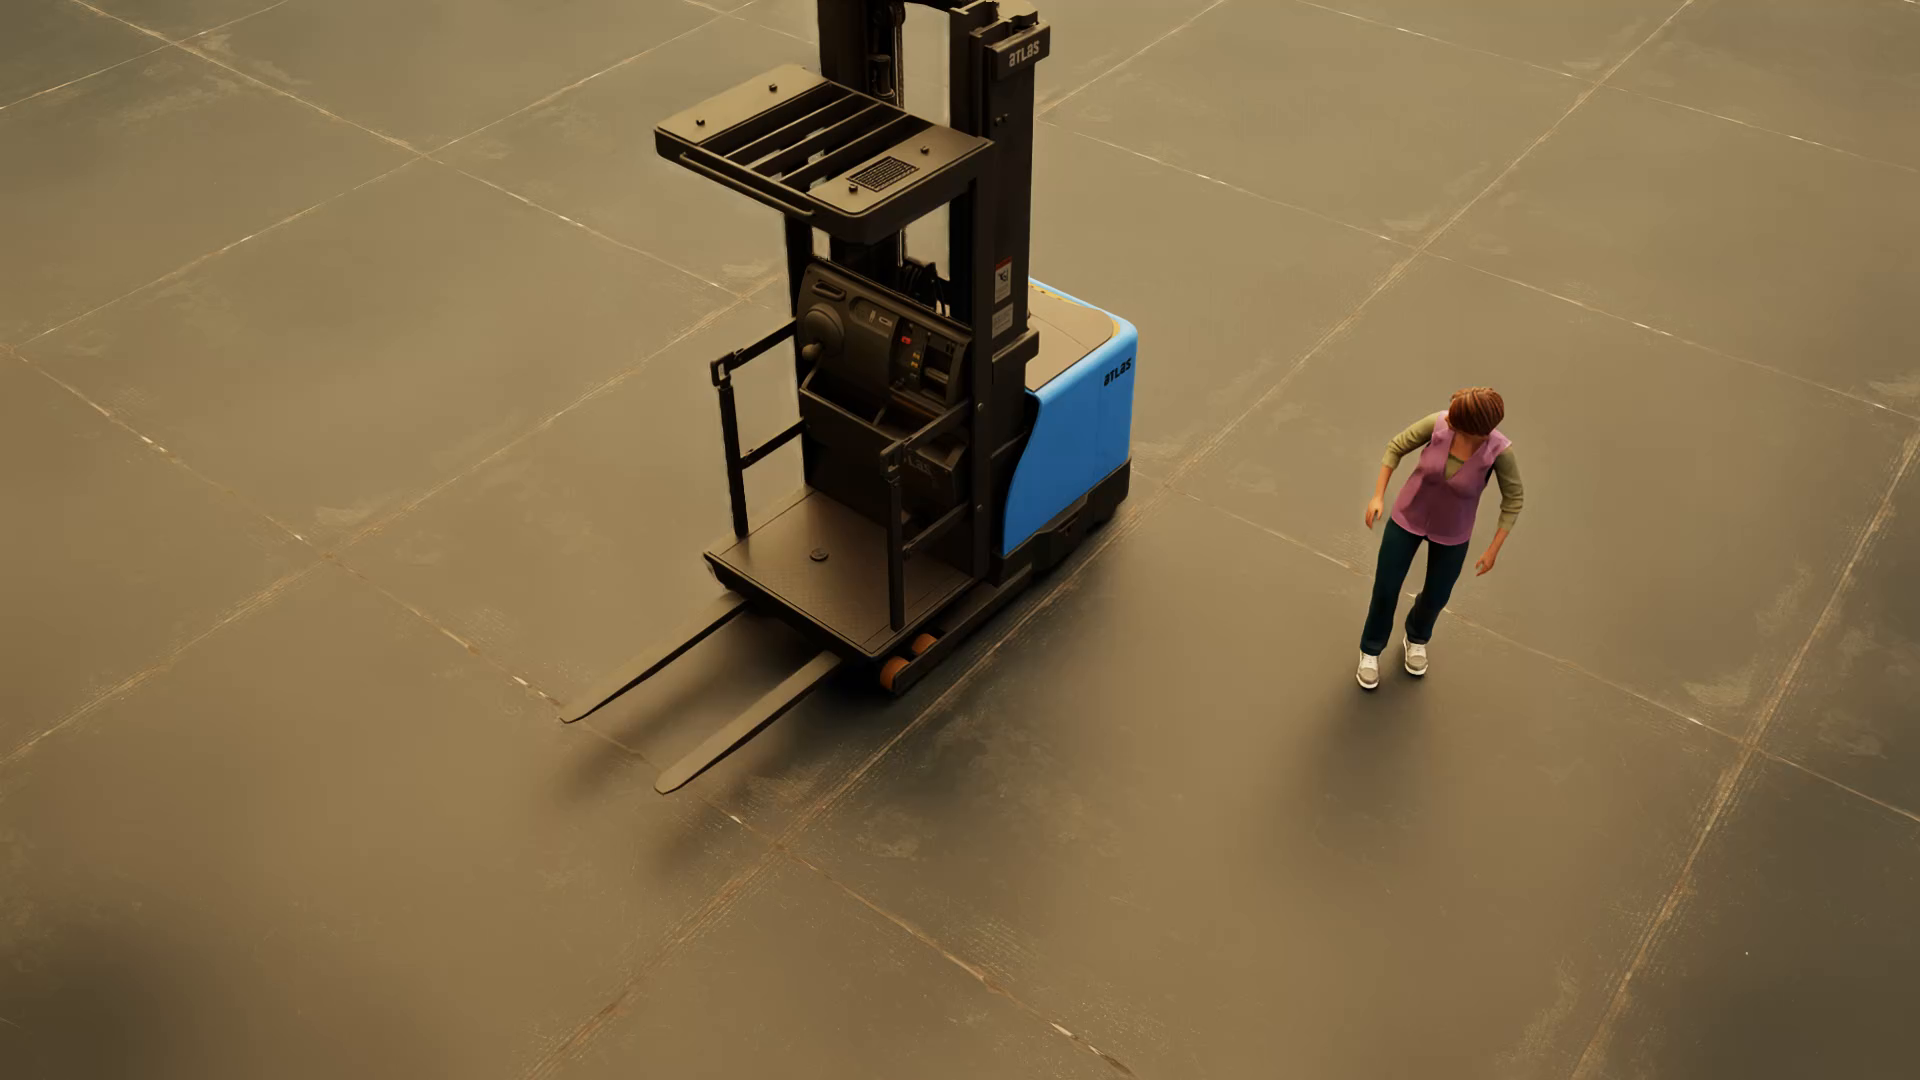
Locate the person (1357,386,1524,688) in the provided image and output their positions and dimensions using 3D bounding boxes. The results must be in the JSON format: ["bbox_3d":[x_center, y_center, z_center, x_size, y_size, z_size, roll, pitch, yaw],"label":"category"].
[{"bbox_3d":[2.046,-0.012,7.139,0.617,1.578,0.451,15,43,16],"label":"person"}]

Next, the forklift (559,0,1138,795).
[{"bbox_3d":[-0.479,-0.795,7.006,1.130,2.935,3.031,29,48,30],"label":"forklift"}]
